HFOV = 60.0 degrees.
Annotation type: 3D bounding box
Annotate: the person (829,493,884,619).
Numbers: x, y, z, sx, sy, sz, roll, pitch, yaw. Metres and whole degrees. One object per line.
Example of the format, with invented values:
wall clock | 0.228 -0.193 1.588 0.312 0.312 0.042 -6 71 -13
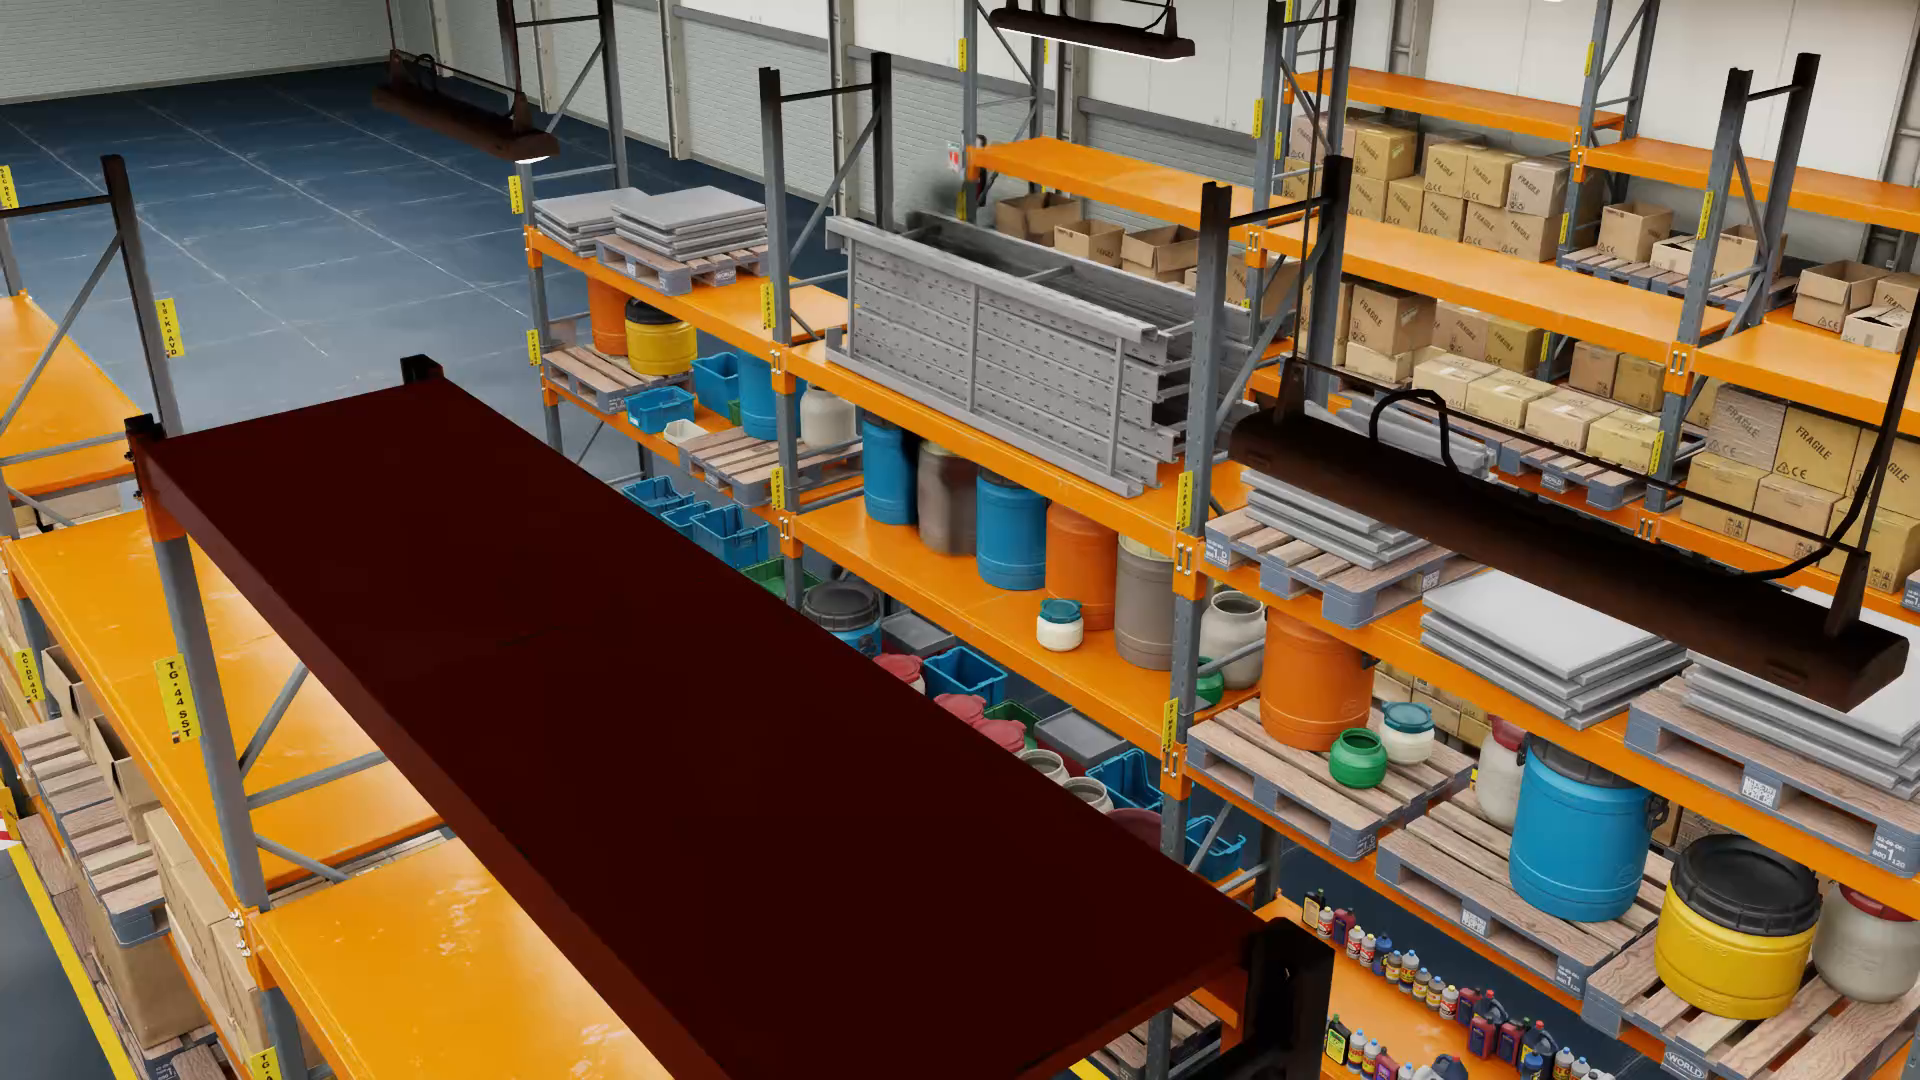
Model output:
person | -1.034 0.143 16.119 0.589 1.717 0.723 -22 33 -37
